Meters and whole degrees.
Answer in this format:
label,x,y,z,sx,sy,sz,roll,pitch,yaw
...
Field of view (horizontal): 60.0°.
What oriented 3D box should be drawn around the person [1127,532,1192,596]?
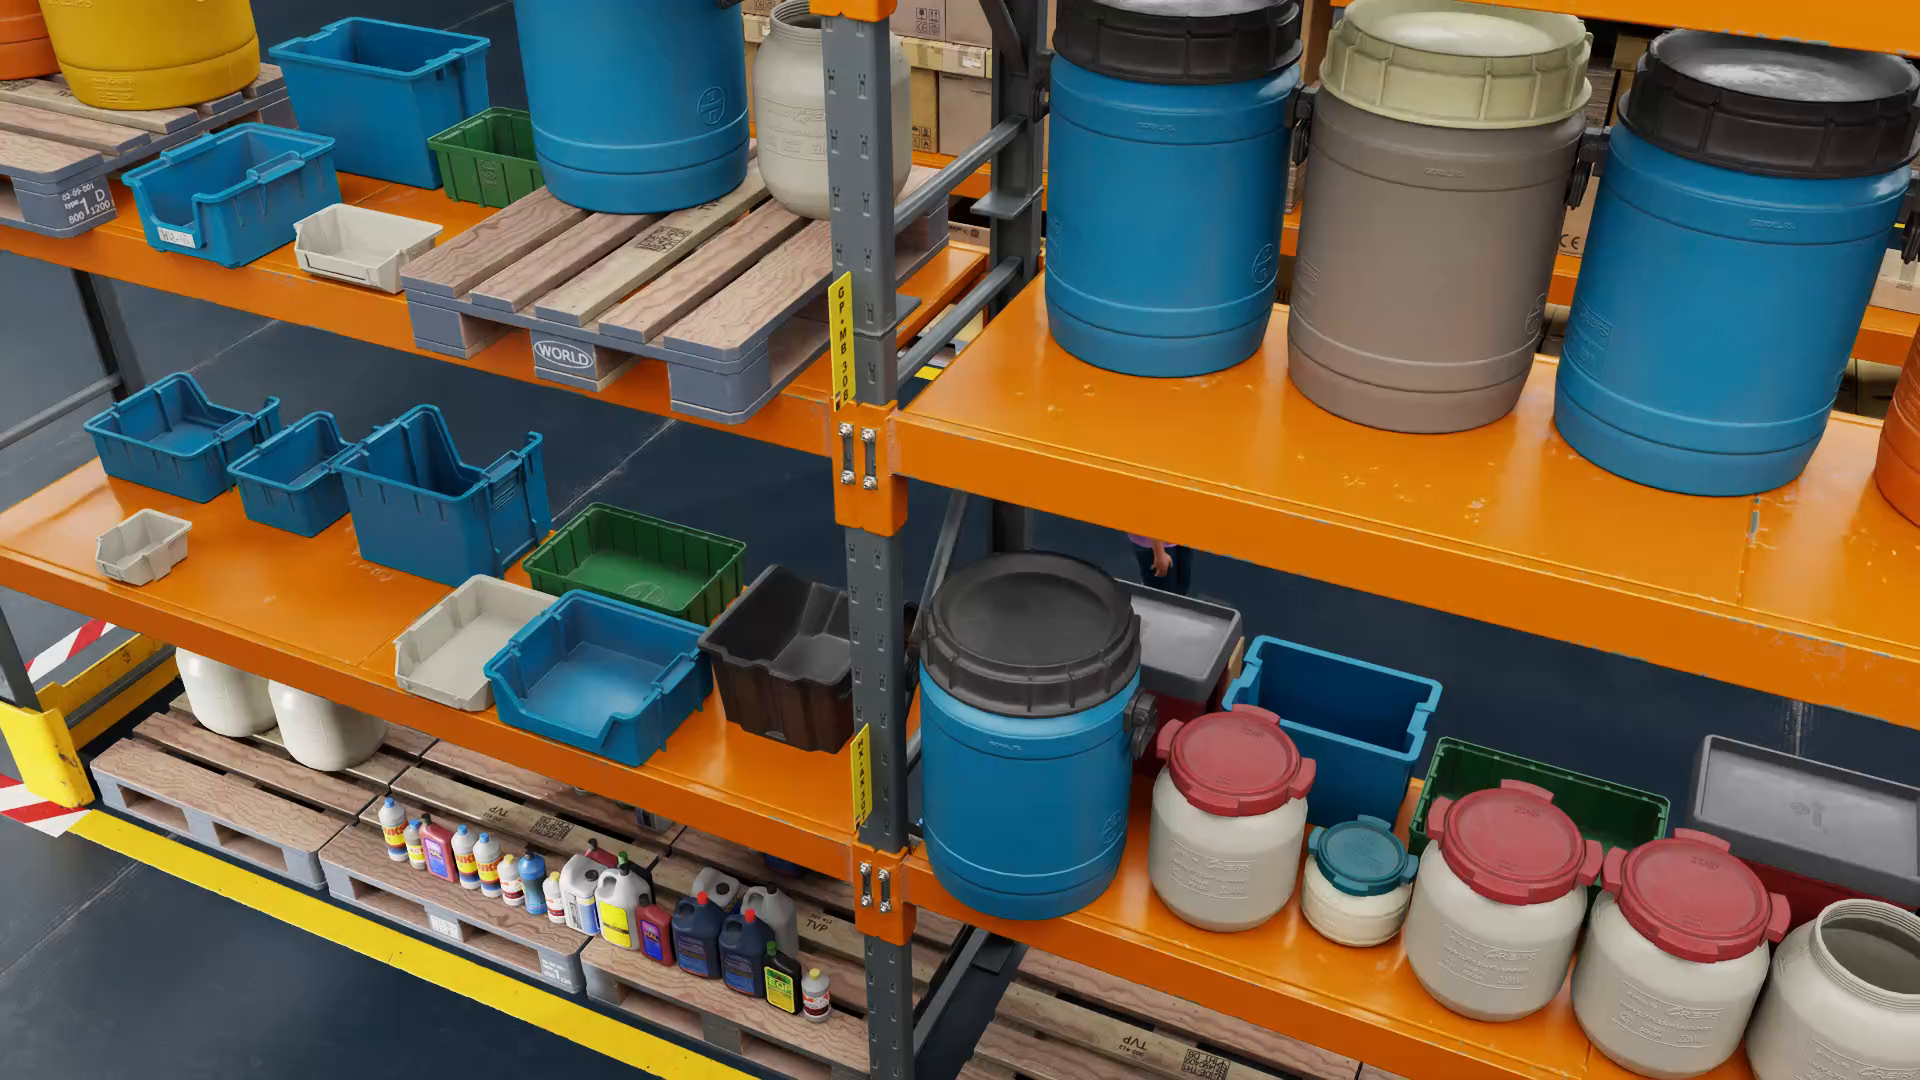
label,x,y,z,sx,sy,sz,roll,pitch,yaw
person,0.905,-0.030,7.196,0.350,1.593,0.468,14,37,20
